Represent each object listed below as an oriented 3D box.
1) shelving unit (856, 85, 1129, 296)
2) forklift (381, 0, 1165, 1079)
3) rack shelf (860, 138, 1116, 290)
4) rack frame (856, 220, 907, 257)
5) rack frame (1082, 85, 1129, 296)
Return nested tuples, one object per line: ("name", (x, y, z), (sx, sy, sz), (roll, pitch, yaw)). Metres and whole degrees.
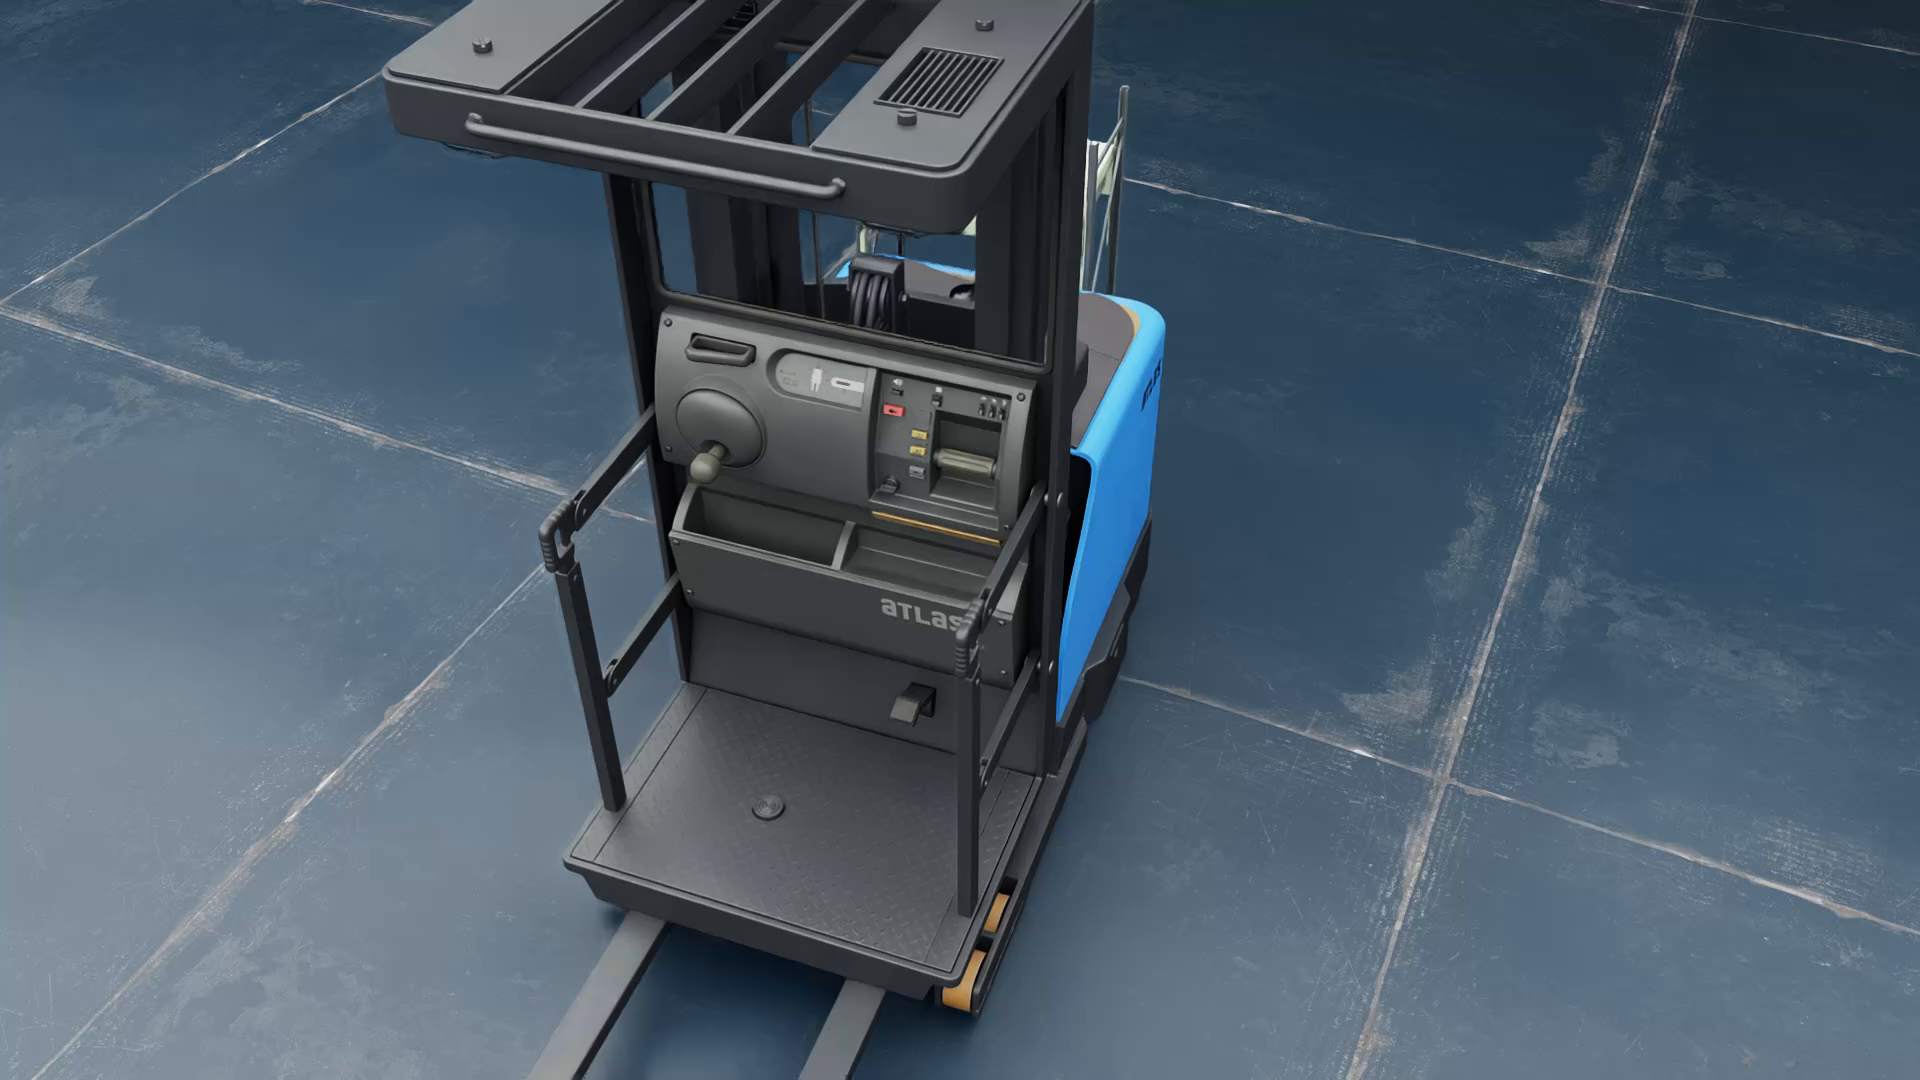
("shelving unit", (0.094, -0.764, 5.487), (0.755, 1.500, 0.431), (12, 42, 14))
("forklift", (-0.356, -0.192, 3.734), (1.130, 2.935, 3.031), (13, 43, 15))
("rack shelf", (0.094, -1.059, 5.231), (0.720, 0.370, 0.431), (12, 42, 14))
("rack frame", (-0.253, -0.839, 5.573), (0.023, 1.500, 0.400), (12, 42, 14))
("rack frame", (0.442, -0.689, 5.400), (0.023, 1.500, 0.400), (12, 42, 14))
